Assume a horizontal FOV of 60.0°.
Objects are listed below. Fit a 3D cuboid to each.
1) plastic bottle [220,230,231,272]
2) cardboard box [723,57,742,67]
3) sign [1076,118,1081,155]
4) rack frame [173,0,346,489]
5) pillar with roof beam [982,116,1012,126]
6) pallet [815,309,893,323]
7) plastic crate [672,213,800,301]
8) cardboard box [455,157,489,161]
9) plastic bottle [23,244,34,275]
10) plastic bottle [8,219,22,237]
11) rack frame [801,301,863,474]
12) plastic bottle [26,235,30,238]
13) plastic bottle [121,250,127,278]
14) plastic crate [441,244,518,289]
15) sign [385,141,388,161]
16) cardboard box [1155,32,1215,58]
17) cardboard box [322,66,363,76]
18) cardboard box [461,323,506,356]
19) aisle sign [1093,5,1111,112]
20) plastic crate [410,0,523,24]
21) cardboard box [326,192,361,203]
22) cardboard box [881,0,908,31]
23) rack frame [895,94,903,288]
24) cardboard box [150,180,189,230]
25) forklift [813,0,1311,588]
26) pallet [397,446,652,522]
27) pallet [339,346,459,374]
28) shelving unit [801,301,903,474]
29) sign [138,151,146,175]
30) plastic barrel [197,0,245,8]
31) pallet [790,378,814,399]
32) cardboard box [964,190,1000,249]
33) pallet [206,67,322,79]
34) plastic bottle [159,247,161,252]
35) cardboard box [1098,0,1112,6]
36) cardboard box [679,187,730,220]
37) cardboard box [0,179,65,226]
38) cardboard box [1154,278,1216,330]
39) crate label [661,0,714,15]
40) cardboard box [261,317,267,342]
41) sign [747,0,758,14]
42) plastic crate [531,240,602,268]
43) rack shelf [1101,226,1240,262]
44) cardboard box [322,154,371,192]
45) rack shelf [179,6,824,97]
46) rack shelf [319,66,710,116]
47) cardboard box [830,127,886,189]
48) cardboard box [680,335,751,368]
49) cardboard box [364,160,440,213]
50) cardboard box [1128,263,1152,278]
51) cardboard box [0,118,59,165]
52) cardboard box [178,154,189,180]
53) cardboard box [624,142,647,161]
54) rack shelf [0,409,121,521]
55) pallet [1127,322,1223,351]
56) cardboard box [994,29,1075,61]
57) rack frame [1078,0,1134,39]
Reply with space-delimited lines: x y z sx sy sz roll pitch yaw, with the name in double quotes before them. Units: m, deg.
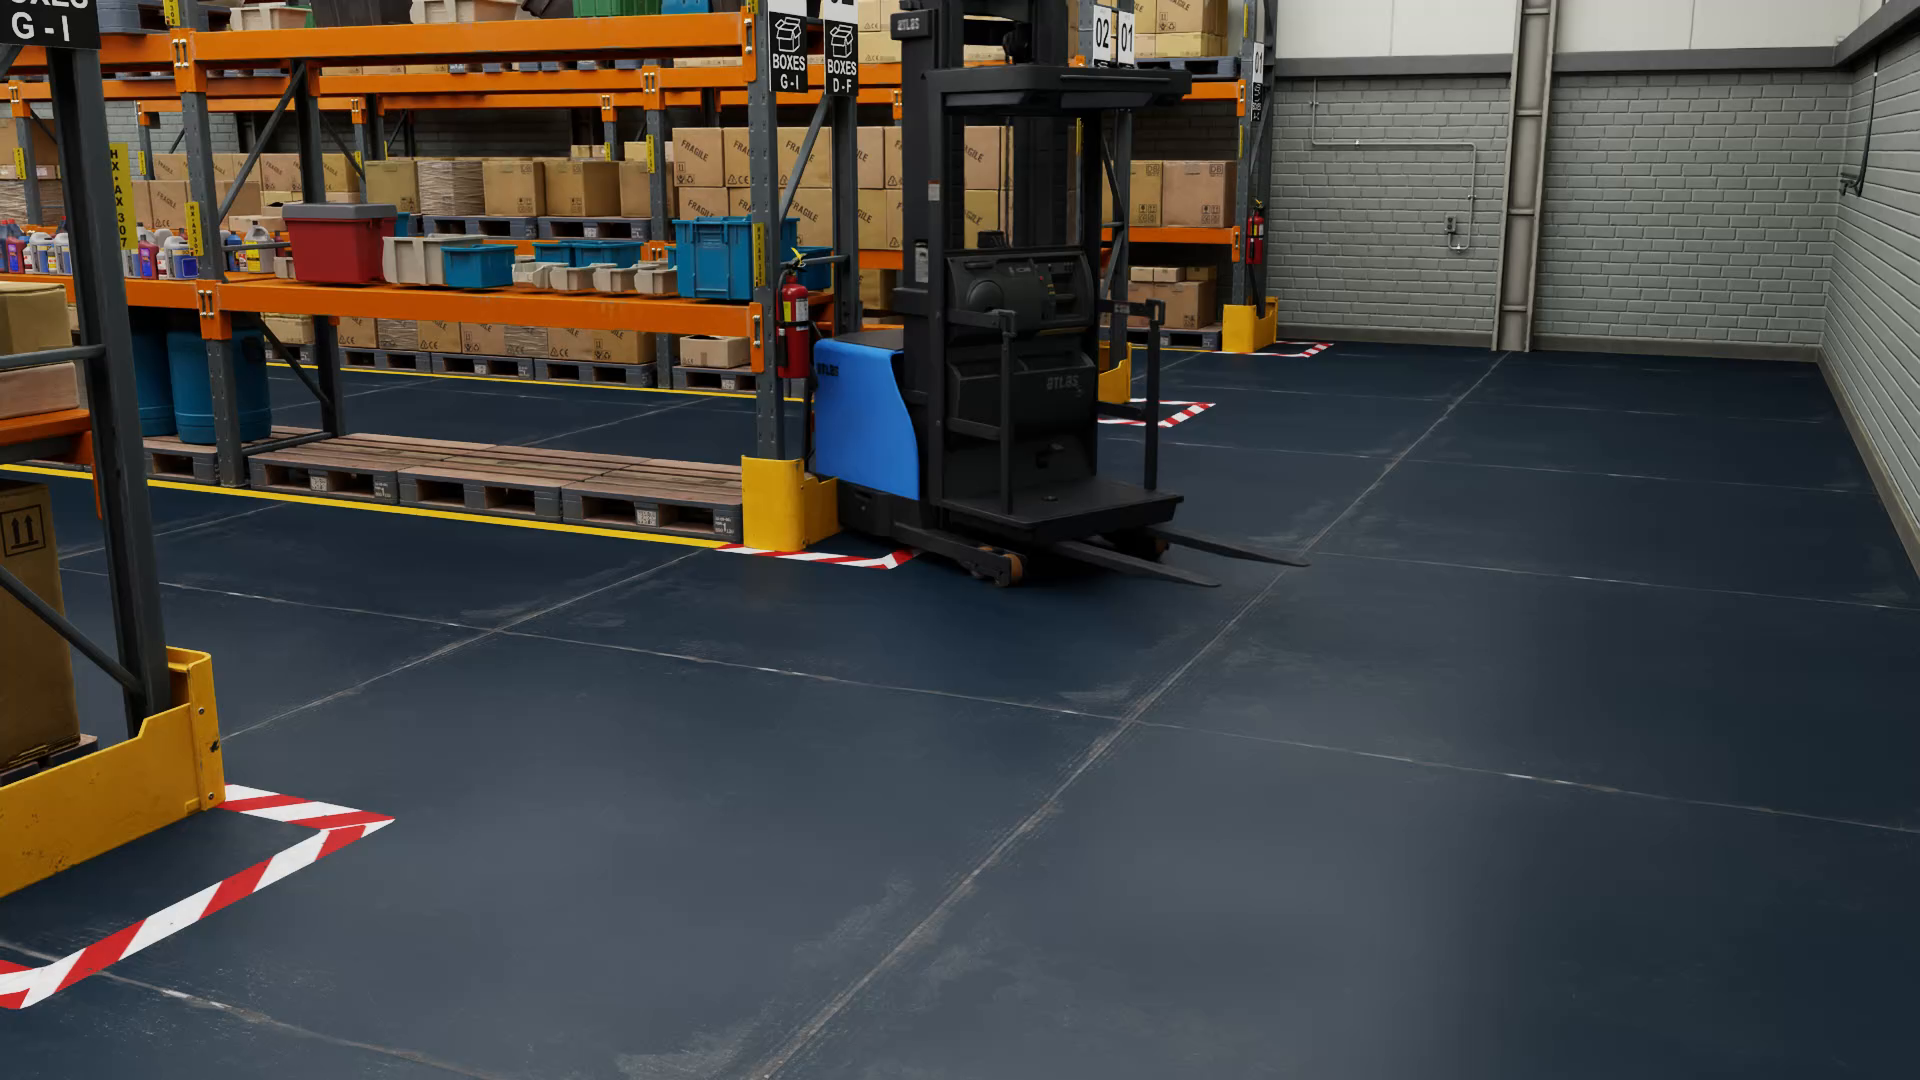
"plastic bottle" -5.100 -1.993 11.452 0.135 0.276 0.152 6 14 23
"cardboard box" -1.687 -4.174 14.241 0.500 0.250 0.500 6 14 23
"sign" 0.927 -3.164 12.947 0.005 0.325 0.100 6 14 23
"rack frame" -4.496 -1.897 10.772 0.127 3.000 1.000 6 14 23
"pillar with roof beam" -1.237 -6.103 15.567 0.400 9.000 9.100 6 14 23
"pallet" -1.220 -2.664 20.146 1.213 0.211 1.003 6 14 23
"plastic crate" -1.221 -1.565 9.149 0.499 0.435 0.616 6 14 23
"cardboard box" -6.224 -4.807 21.993 0.500 0.500 0.700 8 15 31
"plastic bottle" -6.235 -1.888 11.171 0.097 0.201 0.097 0 13 0
"plastic bottle" -6.538 -2.035 11.471 0.185 0.351 0.144 6 14 23
"rack frame" -0.769 -0.863 9.865 0.032 1.125 0.500 -5 12 -41
"plastic bottle" -6.857 -2.141 12.247 0.097 0.201 0.097 0 13 0
"plastic bottle" -5.469 -1.889 10.848 0.185 0.351 0.144 6 14 23
"plastic crate" -2.821 -1.611 9.788 0.300 0.233 0.416 6 14 23
"sign" -5.933 -3.940 17.120 0.005 0.325 0.100 6 14 23
"cardboard box" 2.396 -5.249 17.680 0.500 0.250 0.500 6 15 25
"cardboard box" -5.731 -4.777 16.260 0.500 0.500 0.910 6 14 23
"cardboard box" -4.427 -2.054 15.953 0.500 0.500 0.500 5 14 21
"aisle sign" 1.109 -3.756 13.005 0.004 0.787 0.394 6 14 23
"plastic crate" -2.829 -2.998 9.476 0.530 0.136 0.437 6 14 23
"cardboard box" -8.354 -4.623 22.676 0.500 0.250 0.500 6 14 23
"cardboard box" -0.315 -4.279 13.592 0.500 0.250 0.500 6 14 23
"rack frame" -0.484 -3.966 19.590 0.127 3.000 1.000 6 14 23
"cardboard box" -8.166 -3.550 17.600 0.500 0.500 0.500 6 14 23
"forklift" 0.456 -1.323 8.476 1.130 2.935 3.031 -10 17 -37
"pallet" -2.689 -0.367 10.355 1.213 0.211 1.003 6 14 23
"pallet" -5.477 -1.866 16.747 1.213 0.211 1.003 6 14 23
"shelving unit" -0.387 -0.894 10.199 1.048 1.125 0.538 -5 12 -41
"sign" -11.675 -5.384 23.740 0.005 0.325 0.100 6 14 23
"plastic barrel" -4.876 -3.729 10.796 0.433 0.535 0.433 0 13 0
"pallet" -0.740 -1.397 14.746 1.213 0.211 1.003 6 14 23
"cardboard box" 0.175 -2.641 13.726 0.500 0.500 0.500 6 14 24
"pallet" -6.801 -4.714 16.623 1.003 0.211 1.213 7 15 26
"plastic bottle" -5.202 -1.799 10.790 0.097 0.201 0.097 0 13 0
"cardboard box" 1.460 -5.707 17.993 0.500 0.500 0.500 5 14 21
"cardboard box" -2.131 -2.875 14.724 0.500 0.500 0.500 6 15 25
"cardboard box" -10.209 -3.760 18.492 0.500 0.500 0.700 5 14 22
"cardboard box" 2.493 -2.627 18.437 0.500 0.500 0.700 6 14 23
"crate label" -1.552 -3.067 9.520 0.502 0.251 0.408 6 14 23
"cardboard box" -7.196 -2.211 17.213 0.500 0.250 0.500 6 14 23
"sign" -1.047 -2.819 8.367 0.005 0.325 0.100 6 14 23
"plastic crate" -2.410 -1.715 10.234 0.300 0.233 0.416 6 14 23
"rack shelf" 1.345 -3.431 18.884 4.000 0.370 1.077 6 14 23
"cardboard box" -8.356 -4.987 22.585 0.500 0.500 0.500 6 14 23
"rack shelf" -2.668 -2.822 9.722 4.000 0.370 1.077 6 14 23
"rack shelf" -4.315 -4.226 15.707 4.000 0.370 1.077 6 14 23
"cardboard box" -0.756 -3.221 14.008 0.500 0.500 0.500 6 15 25
"cardboard box" -2.191 -1.752 15.078 0.500 0.311 0.500 6 14 23
"cardboard box" -5.522 -3.519 16.549 0.500 0.500 0.700 1 13 4
"cardboard box" 1.996 -3.043 18.790 0.250 0.149 0.380 6 14 24
"cardboard box" -10.209 -4.391 18.344 0.500 0.500 0.700 6 14 24
"cardboard box" -10.693 -5.223 23.592 0.500 0.500 0.500 6 14 23
"cardboard box" -3.804 -4.806 20.614 0.500 0.250 0.500 6 15 25
"rack shelf" -4.674 -0.327 5.656 4.000 0.370 1.077 6 14 23
"pallet" 2.411 -2.296 18.577 1.213 0.211 1.003 6 14 23
"cardboard box" 0.594 -3.941 13.244 0.500 0.250 0.500 6 14 23
"rack frame" 1.171 -5.481 12.917 0.127 3.000 1.000 6 14 23
